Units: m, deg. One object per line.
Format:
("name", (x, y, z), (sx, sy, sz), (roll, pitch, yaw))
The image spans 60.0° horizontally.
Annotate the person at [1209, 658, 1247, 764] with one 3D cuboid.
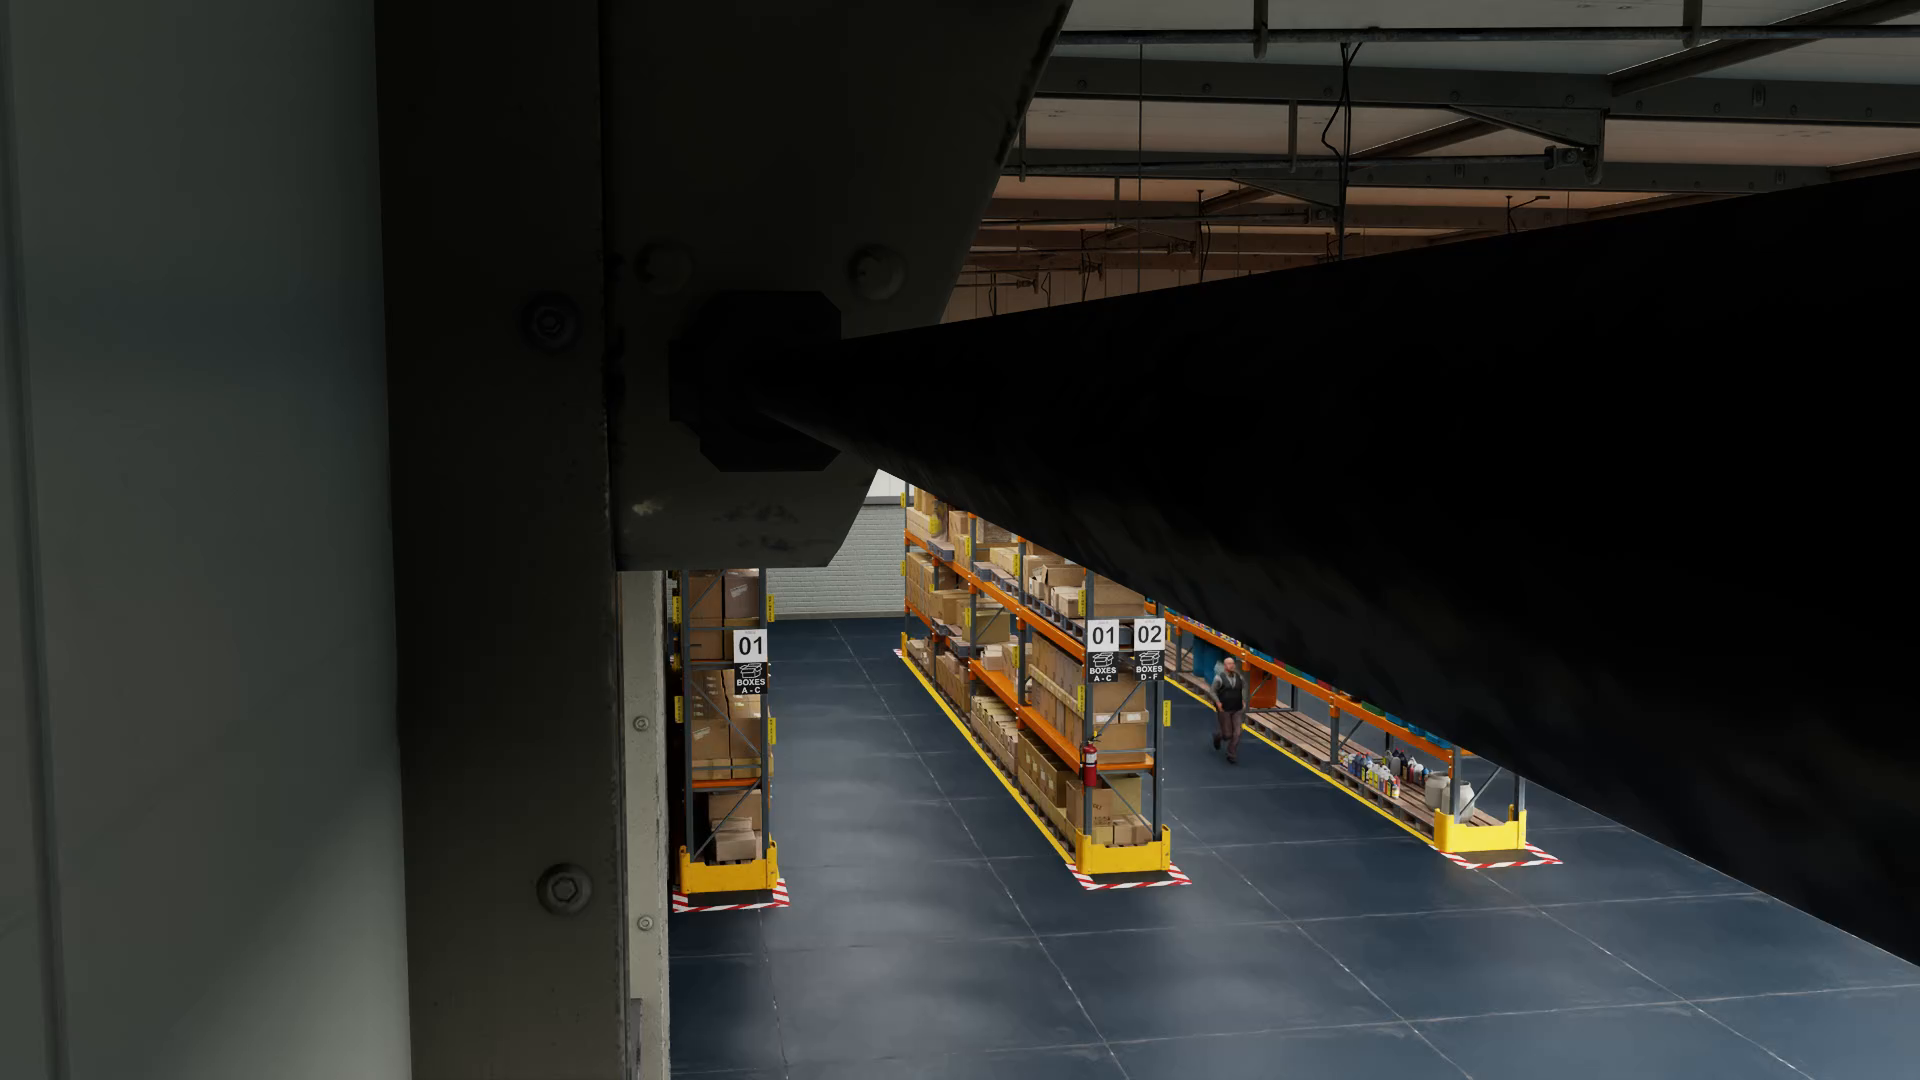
("person", (4.326, 2.727, 26.752), (0.659, 1.681, 0.678), (-1, 6, -13))
